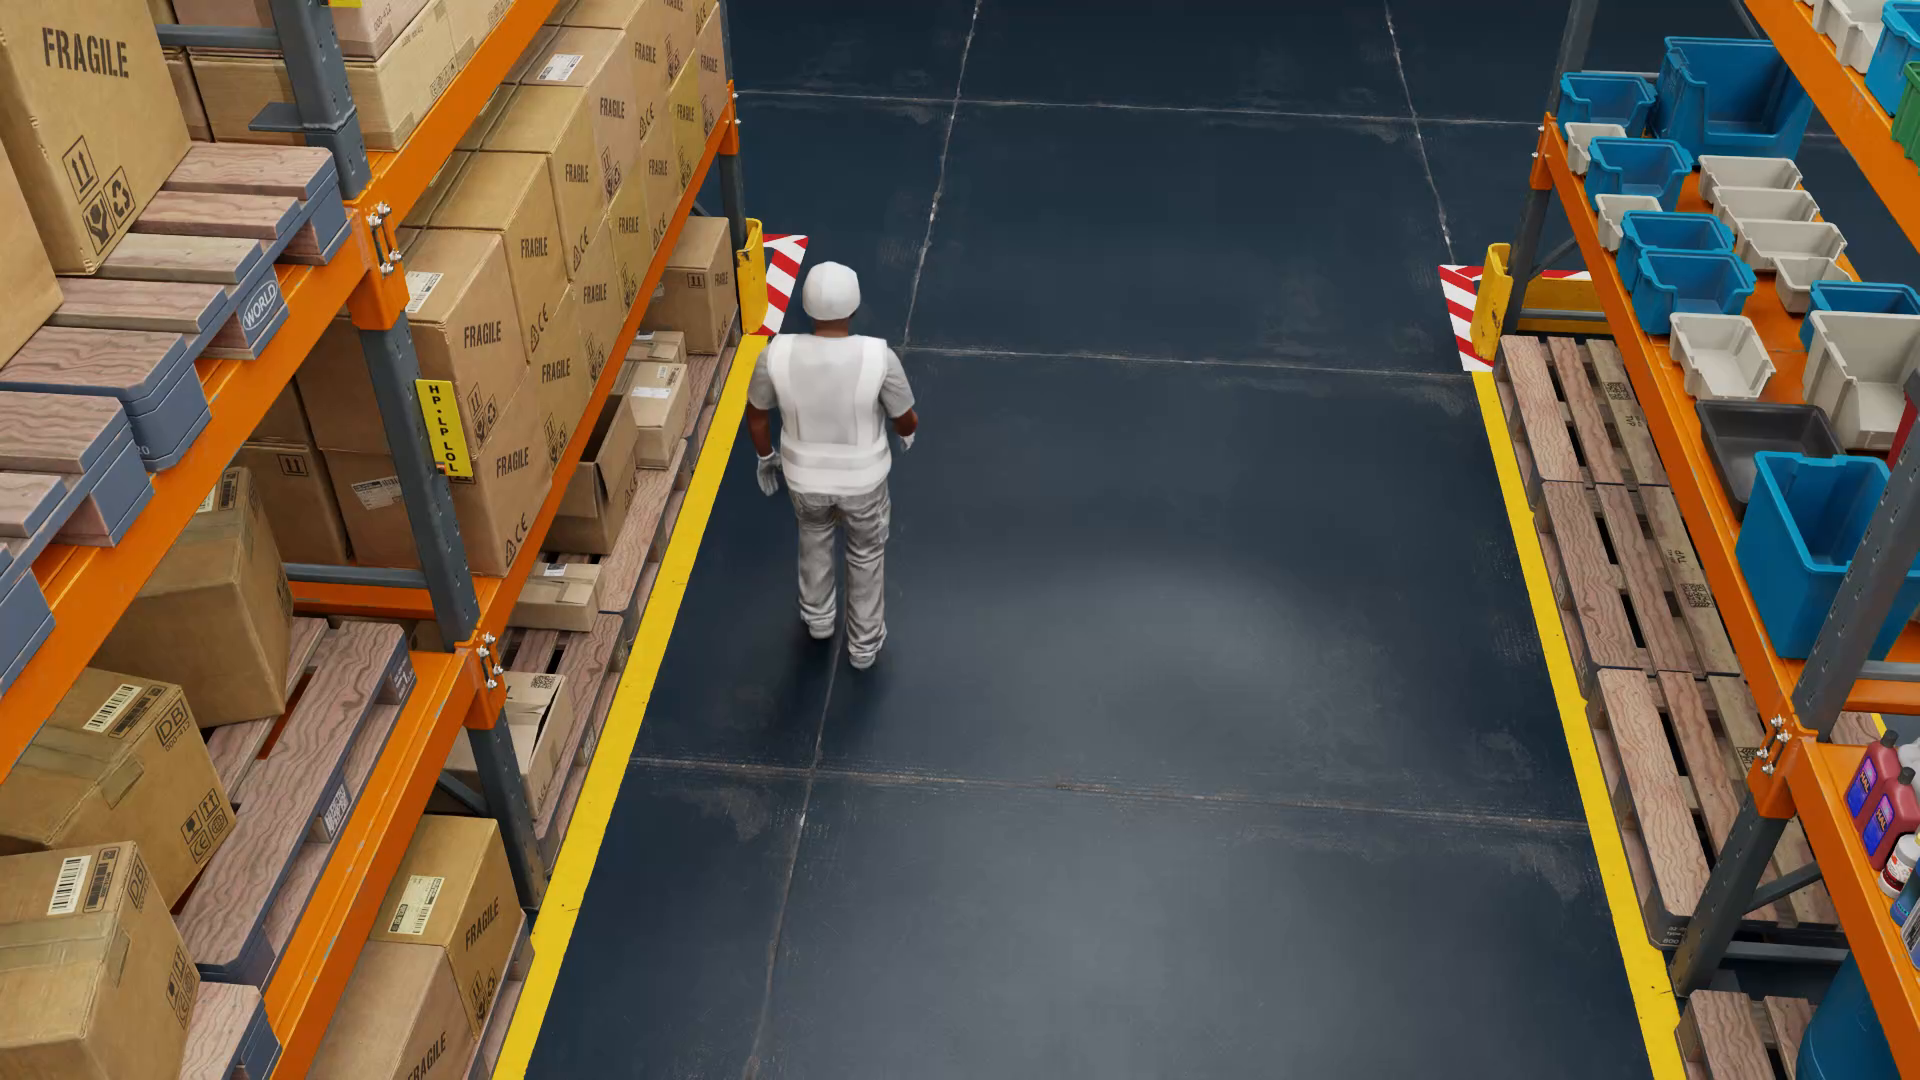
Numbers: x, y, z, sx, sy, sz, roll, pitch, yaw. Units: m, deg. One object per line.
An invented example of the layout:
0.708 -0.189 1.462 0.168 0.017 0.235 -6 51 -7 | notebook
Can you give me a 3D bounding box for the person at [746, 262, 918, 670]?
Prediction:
-0.477 -0.309 6.521 0.646 1.771 0.509 5 40 6 | person
